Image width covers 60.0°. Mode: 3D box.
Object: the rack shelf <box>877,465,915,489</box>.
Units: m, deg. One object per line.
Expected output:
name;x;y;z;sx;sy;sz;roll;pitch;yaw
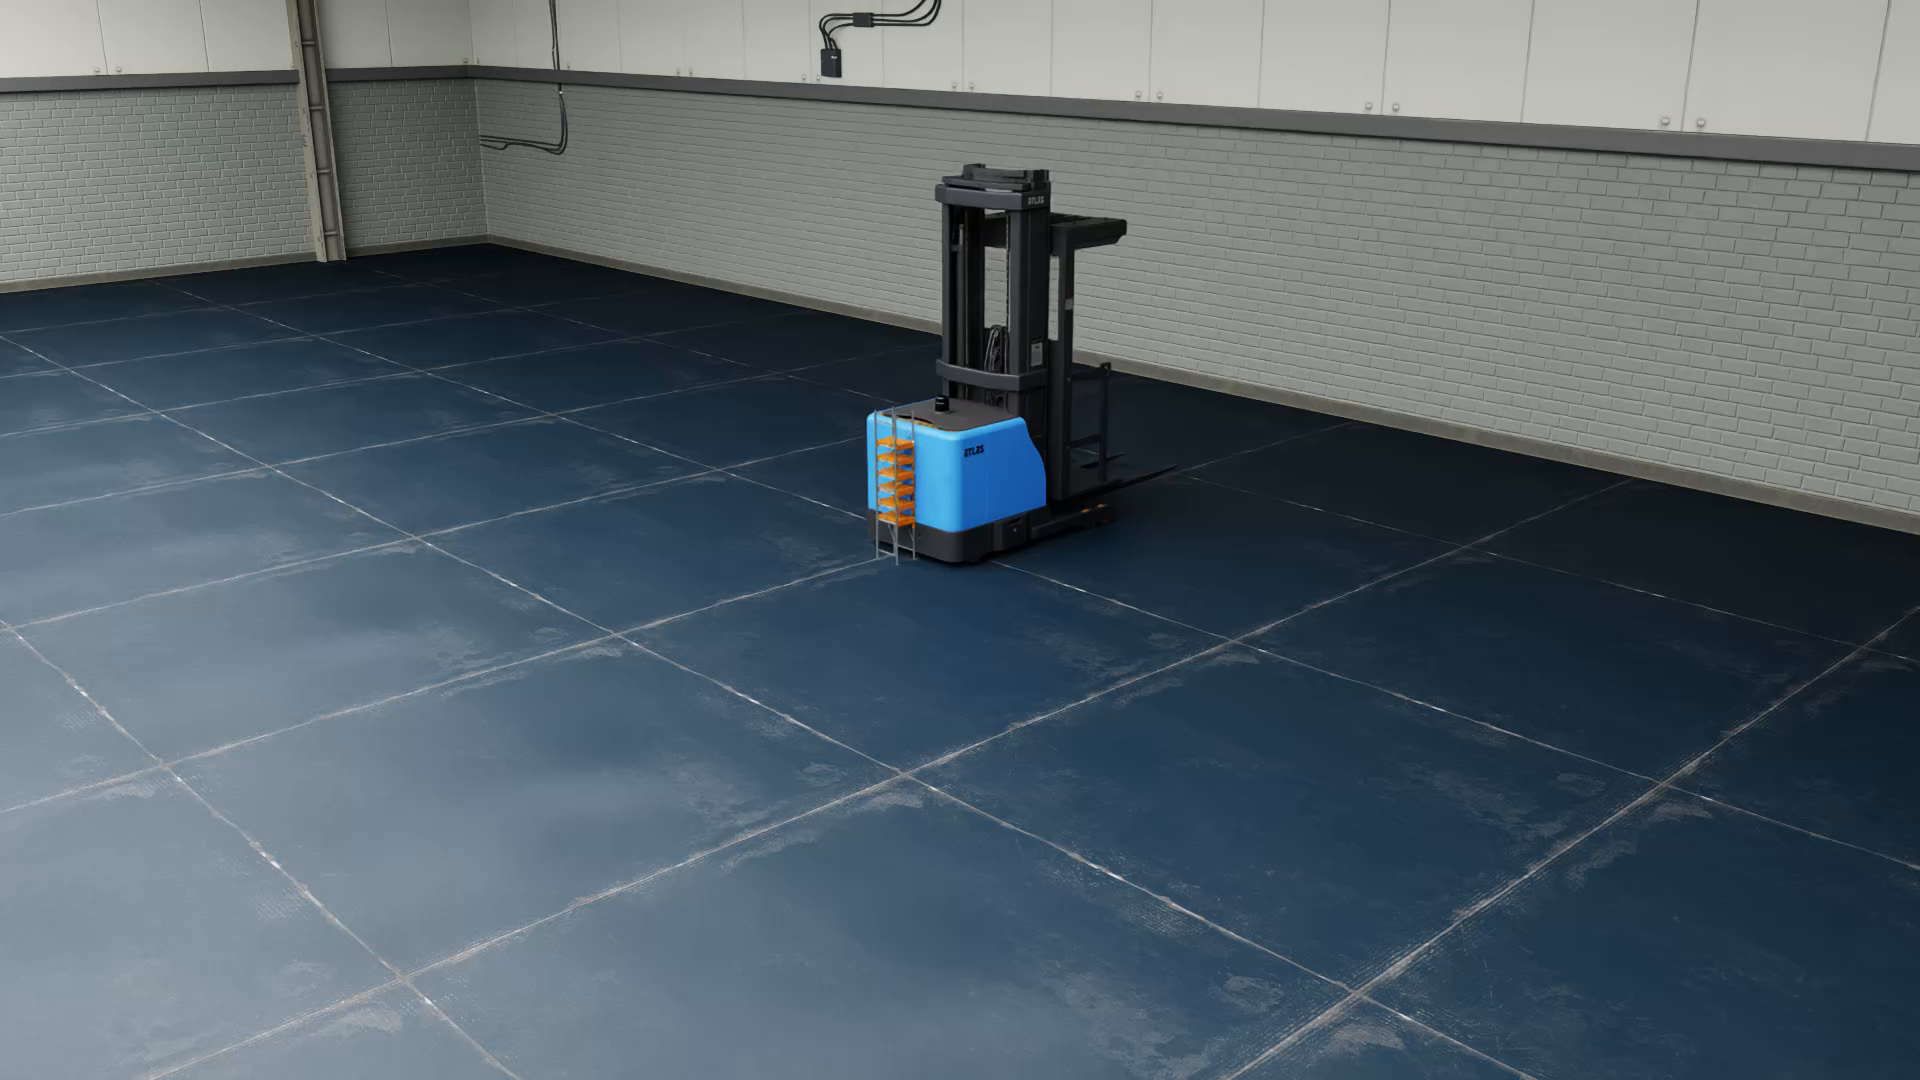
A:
rack shelf;-0.501;-0.485;12.791;0.258;0.103;0.180;17;24;42

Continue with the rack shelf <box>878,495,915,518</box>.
rack shelf;-0.501;-0.257;12.865;0.258;0.103;0.180;17;24;42

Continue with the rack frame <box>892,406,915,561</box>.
rack frame;-0.437;-0.433;12.876;0.240;1.200;0.006;17;24;42

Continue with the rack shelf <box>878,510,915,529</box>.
rack shelf;-0.501;-0.143;12.902;0.258;0.103;0.180;17;24;42

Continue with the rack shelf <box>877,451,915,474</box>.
rack shelf;-0.501;-0.599;12.754;0.258;0.103;0.180;17;24;42

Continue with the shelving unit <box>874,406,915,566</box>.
shelving unit;-0.501;-0.413;12.814;0.258;1.200;0.189;17;24;42

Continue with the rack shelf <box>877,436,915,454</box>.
rack shelf;-0.501;-0.714;12.717;0.258;0.103;0.180;17;24;42

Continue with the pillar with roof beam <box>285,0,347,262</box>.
pillar with roof beam;-7.646;-8.040;23.693;0.400;9.000;9.100;-16;24;-41

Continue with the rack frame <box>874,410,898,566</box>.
rack frame;-0.565;-0.393;12.752;0.240;1.200;0.006;17;24;42

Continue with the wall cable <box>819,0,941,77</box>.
wall cable;-1.043;-8.820;20.583;0.169;6.003;2.305;-16;24;-41

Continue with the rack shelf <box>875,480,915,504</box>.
rack shelf;-0.501;-0.371;12.828;0.258;0.103;0.180;17;24;42

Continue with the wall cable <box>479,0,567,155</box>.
wall cable;-7.554;-7.856;28.159;0.112;2.526;3.097;-16;24;-41

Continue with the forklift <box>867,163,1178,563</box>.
forklift;0.644;-1.587;13.627;1.130;2.935;3.031;17;24;42
